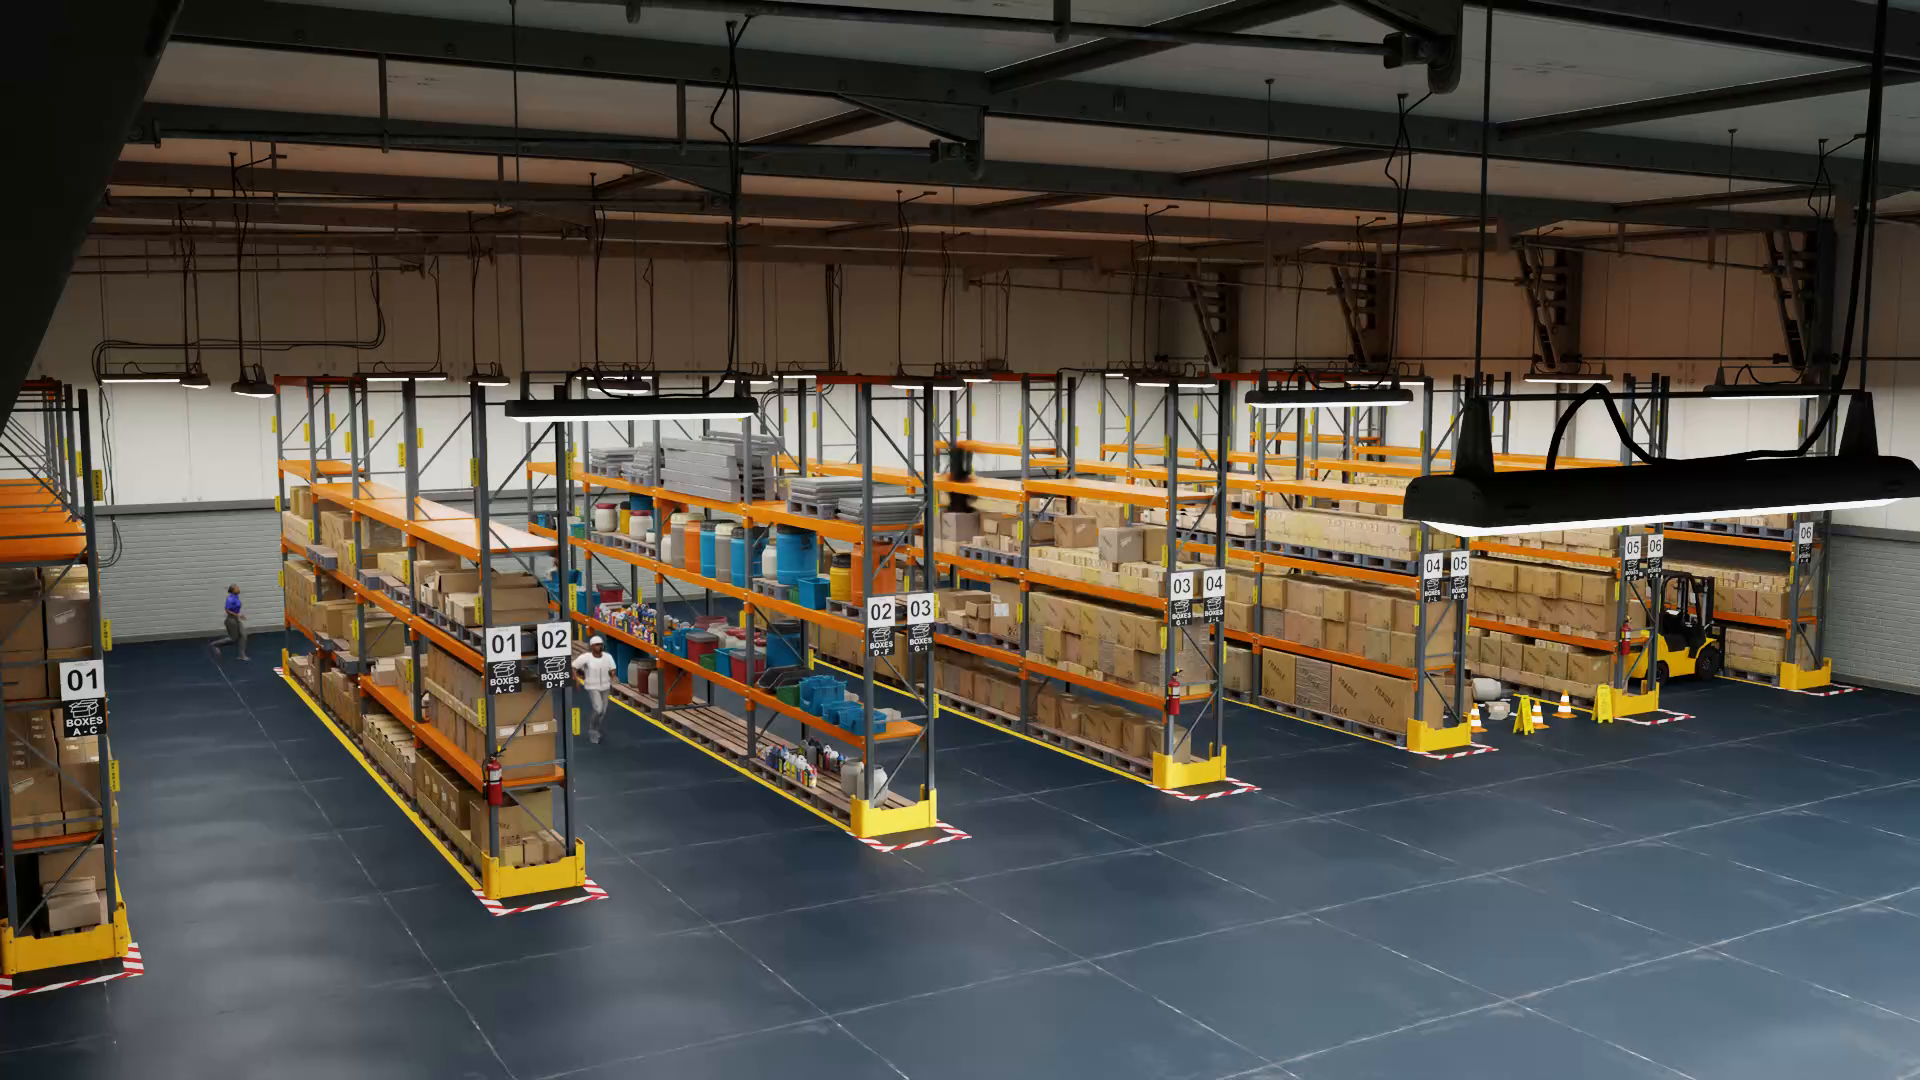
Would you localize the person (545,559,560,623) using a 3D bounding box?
[{"bbox_3d":[-9.804,1.257,39.291,0.995,1.626,0.594,-3,7,-22],"label":"person"}]

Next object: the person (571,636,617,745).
[{"bbox_3d":[-5.959,2.470,27.331,0.696,1.789,0.720,-5,8,-38],"label":"person"}]

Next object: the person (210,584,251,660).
[{"bbox_3d":[-15.329,1.732,34.910,0.790,1.647,0.600,-1,6,-10],"label":"person"}]
